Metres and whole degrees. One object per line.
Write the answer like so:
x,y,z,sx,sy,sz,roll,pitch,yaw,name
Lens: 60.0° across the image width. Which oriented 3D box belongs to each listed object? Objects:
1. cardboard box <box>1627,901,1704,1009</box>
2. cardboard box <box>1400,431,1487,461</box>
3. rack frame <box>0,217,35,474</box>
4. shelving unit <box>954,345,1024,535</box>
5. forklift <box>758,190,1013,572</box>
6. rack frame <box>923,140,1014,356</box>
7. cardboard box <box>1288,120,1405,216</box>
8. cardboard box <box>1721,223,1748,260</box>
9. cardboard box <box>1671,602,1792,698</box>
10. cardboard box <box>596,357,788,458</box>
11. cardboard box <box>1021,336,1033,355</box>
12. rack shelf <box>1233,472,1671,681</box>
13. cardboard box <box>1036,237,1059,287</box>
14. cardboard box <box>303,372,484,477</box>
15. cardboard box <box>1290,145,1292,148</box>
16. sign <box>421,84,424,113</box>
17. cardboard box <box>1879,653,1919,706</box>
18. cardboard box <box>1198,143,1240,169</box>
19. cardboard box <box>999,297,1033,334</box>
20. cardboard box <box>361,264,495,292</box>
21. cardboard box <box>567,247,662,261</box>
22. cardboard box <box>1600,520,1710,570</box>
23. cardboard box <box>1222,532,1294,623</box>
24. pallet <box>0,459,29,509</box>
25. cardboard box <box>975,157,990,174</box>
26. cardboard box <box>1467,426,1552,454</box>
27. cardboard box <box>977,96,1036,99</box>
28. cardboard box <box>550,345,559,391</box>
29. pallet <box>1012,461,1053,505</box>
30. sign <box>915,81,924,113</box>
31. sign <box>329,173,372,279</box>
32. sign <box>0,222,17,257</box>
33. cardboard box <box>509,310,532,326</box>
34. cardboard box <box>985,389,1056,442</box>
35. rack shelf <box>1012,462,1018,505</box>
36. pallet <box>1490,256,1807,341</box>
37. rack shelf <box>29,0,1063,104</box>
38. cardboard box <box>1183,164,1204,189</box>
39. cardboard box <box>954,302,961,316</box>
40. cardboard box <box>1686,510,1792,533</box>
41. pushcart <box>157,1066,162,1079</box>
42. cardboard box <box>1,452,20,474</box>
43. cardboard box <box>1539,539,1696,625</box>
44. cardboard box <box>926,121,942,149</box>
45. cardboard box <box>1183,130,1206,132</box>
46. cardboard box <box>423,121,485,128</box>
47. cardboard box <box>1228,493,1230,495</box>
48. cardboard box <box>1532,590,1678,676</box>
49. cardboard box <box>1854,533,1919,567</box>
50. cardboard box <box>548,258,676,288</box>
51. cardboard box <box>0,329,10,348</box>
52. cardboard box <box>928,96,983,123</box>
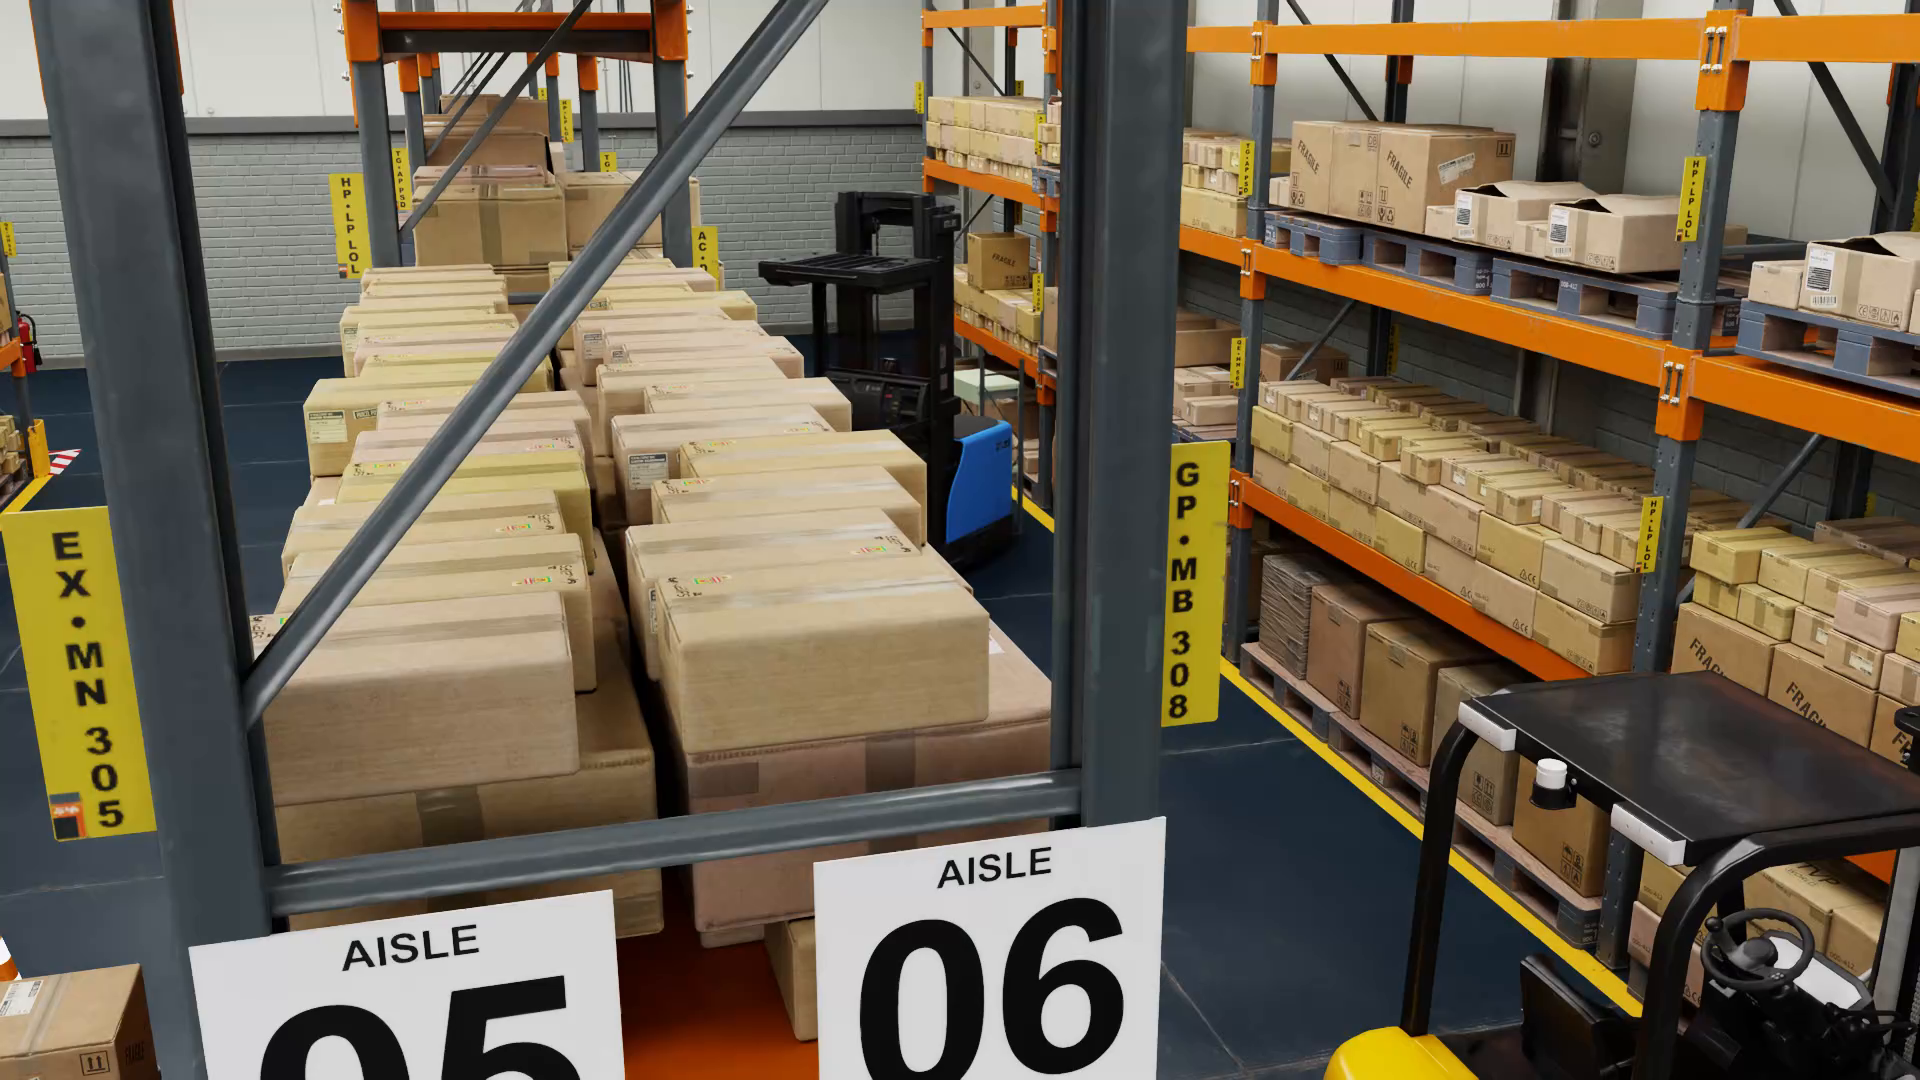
3.209,1.726,7.040,0.500,0.250,0.500,-5,17,-15,cardboard box
2.629,-0.482,9.042,0.380,0.149,0.250,-5,17,-15,cardboard box
-9.407,-2.056,15.582,1.000,3.000,0.127,-5,17,-15,rack frame
0.181,-0.842,14.149,0.431,1.500,0.755,-8,19,-26,shelving unit
-0.766,-1.047,12.343,1.130,2.935,3.031,10,19,30,forklift
0.096,-2.869,18.288,1.000,3.000,0.127,-5,17,-15,rack frame
2.260,-2.170,9.669,0.500,0.500,0.500,-5,17,-15,cardboard box
3.350,-1.365,7.601,0.380,0.149,0.250,-5,17,-15,cardboard box
3.265,0.546,6.746,0.500,0.500,0.500,-5,17,-17,cardboard box
-0.568,-0.285,3.525,0.380,0.149,0.250,-4,17,-14,cardboard box
0.773,-1.780,15.102,0.380,0.149,0.250,-4,17,-14,cardboard box
2.845,0.242,9.183,1.077,0.370,4.000,-5,17,-15,rack shelf
1.042,-2.625,15.917,0.500,0.500,0.500,-5,17,-17,cardboard box
-1.109,-0.239,3.371,0.380,0.149,0.250,-4,17,-14,cardboard box
2.418,-2.550,11.064,0.380,0.149,0.250,-5,17,-15,cardboard box
-5.210,-4.326,16.269,0.100,0.325,0.005,-5,17,-15,sign
3.467,0.489,5.808,0.380,0.149,0.250,-5,17,-16,cardboard box
1.824,-2.576,11.151,0.380,0.149,0.250,-5,18,-17,cardboard box
0.669,-2.092,15.445,0.500,0.250,0.500,-5,17,-15,cardboard box
-1.605,-0.741,5.042,0.380,0.149,0.250,-5,17,-16,cardboard box
-1.293,-1.055,6.568,0.500,0.250,0.500,-5,17,-16,cardboard box
3.087,0.015,7.386,0.380,0.149,0.250,-4,17,-13,cardboard box
1.972,0.240,11.553,0.500,0.500,0.500,-4,17,-14,cardboard box
-9.197,-0.472,15.156,1.003,0.211,1.213,-5,17,-15,pallet
0.361,-3.578,15.872,0.380,0.149,0.250,-4,17,-14,cardboard box
3.019,-0.517,9.158,0.380,0.149,0.250,-4,17,-14,cardboard box
0.487,-4.514,17.427,0.500,0.250,0.500,-5,17,-17,cardboard box
-0.996,-0.562,5.138,0.500,0.250,0.500,-5,17,-16,cardboard box
1.008,-0.617,15.638,1.003,0.211,1.213,-5,17,-15,pallet
-0.425,-4.681,17.588,0.100,0.325,0.005,-5,17,-15,sign
-1.910,-0.984,5.216,0.100,0.325,0.005,-5,17,-15,sign
-8.868,-2.800,15.498,0.100,0.325,0.005,-5,17,-15,sign
-1.520,-0.520,4.998,0.500,0.250,0.500,-5,17,-16,cardboard box
0.656,-1.169,16.246,0.700,0.500,0.500,-5,18,-17,cardboard box
0.181,-0.530,14.242,0.431,0.370,0.720,-8,19,-26,rack shelf
3.139,-1.137,7.642,0.805,0.209,1.217,-5,18,-17,pallet
-0.828,-1.130,3.327,1.077,0.370,4.000,-5,17,-15,rack shelf
1.756,-2.504,11.427,0.380,0.149,0.250,-5,17,-15,cardboard box
0.154,-2.424,17.245,0.380,0.149,0.250,-4,17,-14,cardboard box
3.504,-0.022,7.510,0.380,0.149,0.250,-5,17,-17,cardboard box
-3.556,2.294,5.659,1.648,0.377,0.936,-12,20,-34,pushcart
-8.893,-0.699,15.292,0.380,0.149,0.250,-4,17,-14,cardboard box
3.014,0.167,7.572,0.500,0.250,0.500,-5,17,-16,cardboard box
-0.044,-4.231,17.355,0.500,0.250,0.500,-5,17,-16,cardboard box
1.696,-3.035,12.642,0.380,0.149,0.250,-5,17,-15,cardboard box
-3.240,-2.412,10.651,0.500,0.500,0.500,-5,17,-15,cardboard box
2.155,-0.428,12.651,0.380,0.149,0.250,-5,17,-16,cardboard box
3.004,0.404,7.654,0.500,0.250,0.500,-4,17,-14,cardboard box
3.802,0.087,6.631,0.380,0.149,0.250,-5,17,-17,cardboard box
-1.080,-0.784,5.183,0.380,0.149,0.250,-4,17,-14,cardboard box
-9.045,-1.868,15.392,0.380,0.149,0.250,-5,17,-15,cardboard box
-0.023,-4.473,17.288,0.500,0.250,0.500,-5,17,-16,cardboard box
